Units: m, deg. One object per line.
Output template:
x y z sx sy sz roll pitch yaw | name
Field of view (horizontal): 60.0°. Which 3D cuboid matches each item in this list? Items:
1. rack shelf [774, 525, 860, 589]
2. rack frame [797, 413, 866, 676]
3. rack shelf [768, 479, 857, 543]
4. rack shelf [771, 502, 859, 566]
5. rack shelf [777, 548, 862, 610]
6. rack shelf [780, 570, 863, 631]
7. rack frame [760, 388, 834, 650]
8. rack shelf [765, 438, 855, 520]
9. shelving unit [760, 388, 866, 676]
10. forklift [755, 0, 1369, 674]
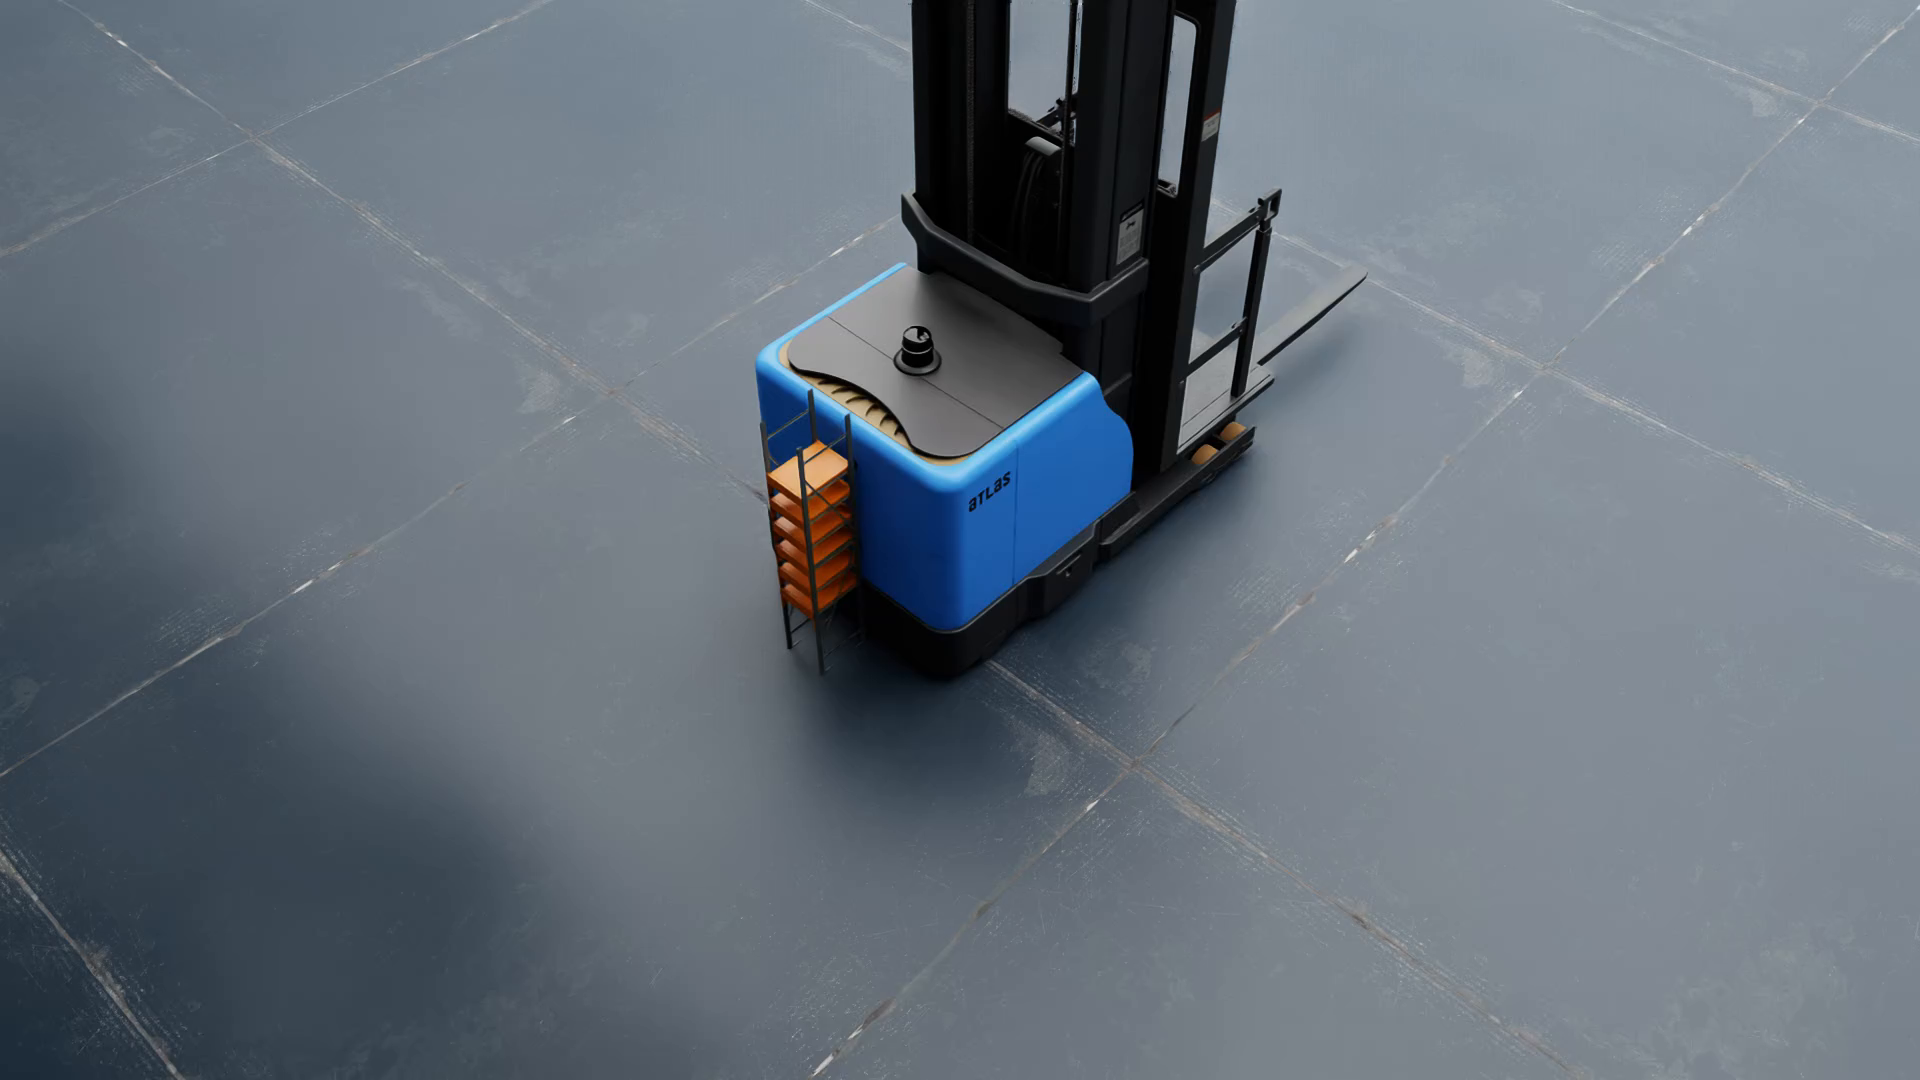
-0.520 0.030 6.067 0.180 0.103 0.258 35 56 28 | rack shelf
-0.454 0.046 5.991 0.006 1.200 0.240 35 56 28 | rack frame
-0.521 -0.133 5.892 0.180 0.103 0.258 35 56 28 | rack shelf
-0.520 -0.051 5.979 0.180 0.103 0.258 35 56 28 | rack shelf
-0.519 0.112 6.155 0.180 0.103 0.258 35 56 28 | rack shelf
-0.519 0.194 6.243 0.180 0.103 0.258 35 56 28 | rack shelf
-0.586 -0.046 6.078 0.006 1.200 0.240 35 56 28 | rack frame
-0.521 -0.215 5.804 0.180 0.103 0.258 35 56 28 | rack shelf
-0.520 0.000 6.035 0.189 1.200 0.258 35 56 28 | shelving unit
0.618 -1.477 6.235 1.130 2.935 3.031 35 56 28 | forklift
